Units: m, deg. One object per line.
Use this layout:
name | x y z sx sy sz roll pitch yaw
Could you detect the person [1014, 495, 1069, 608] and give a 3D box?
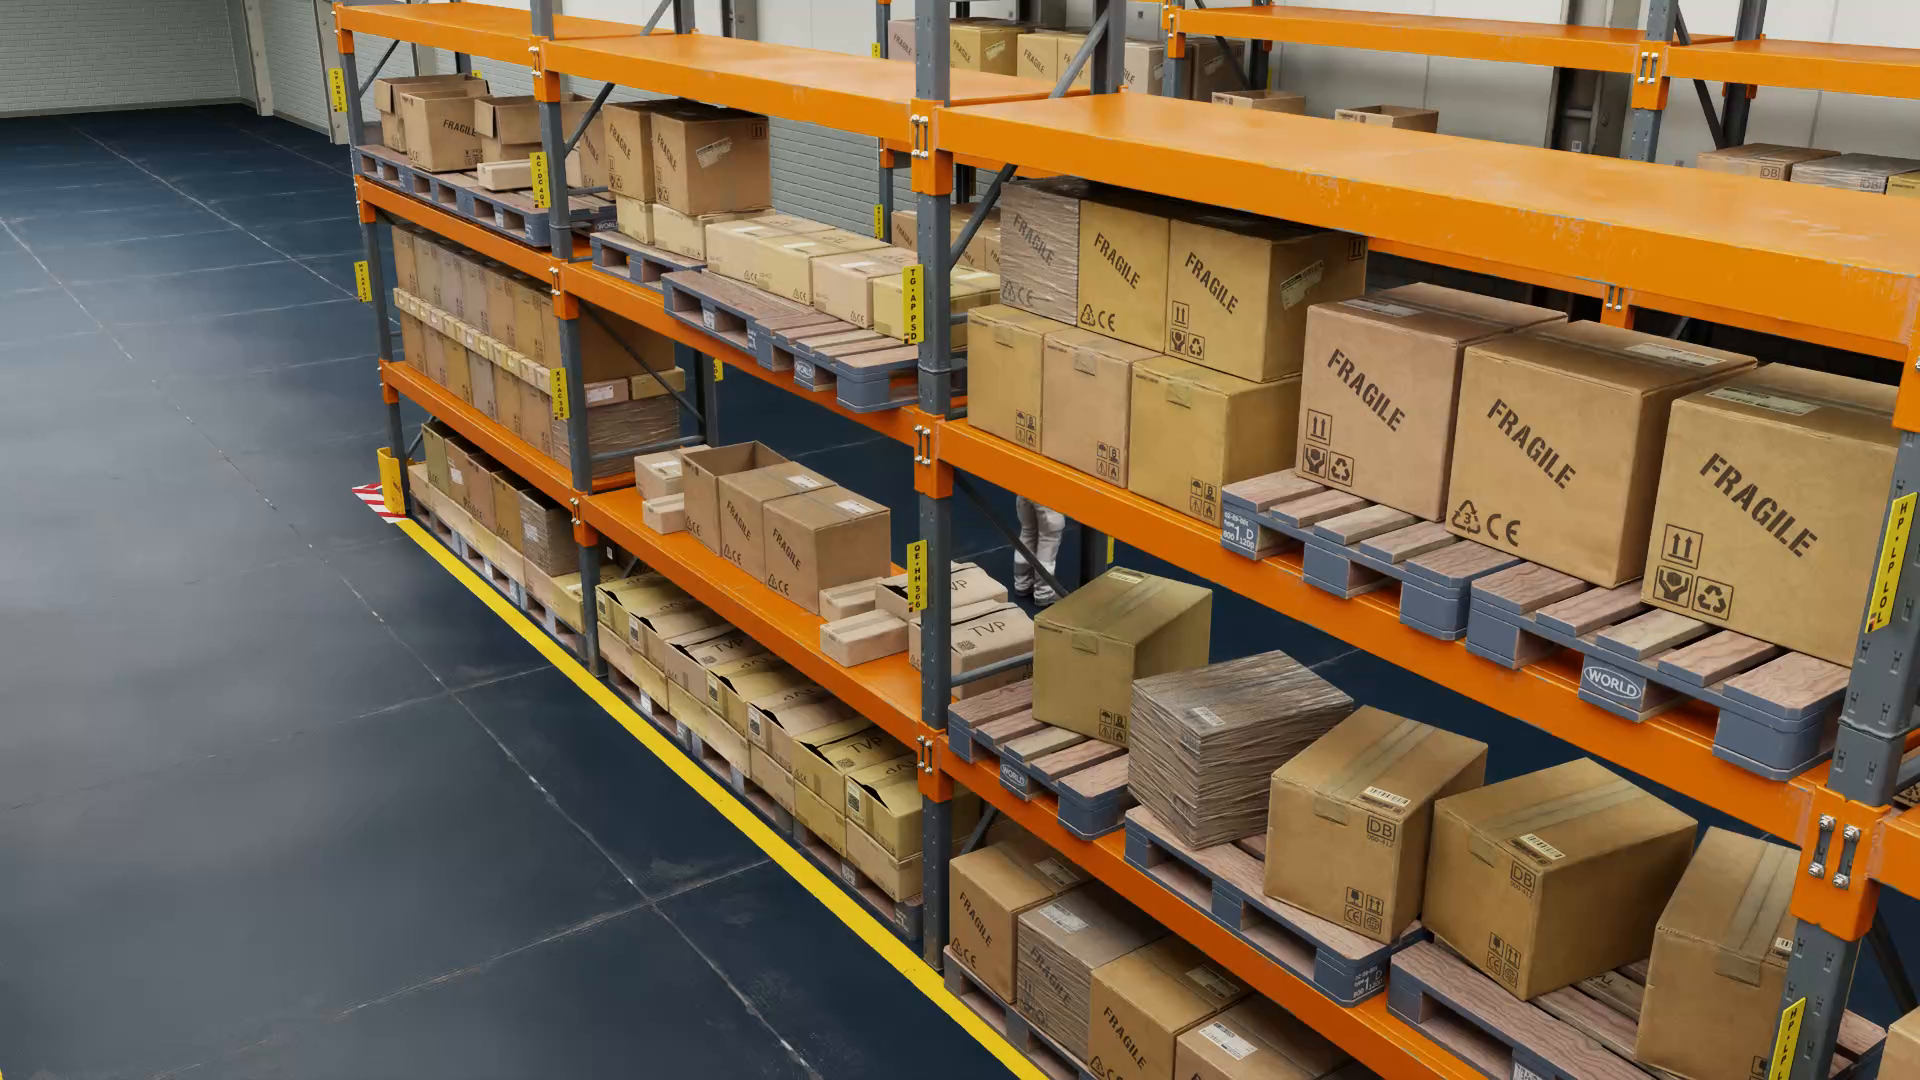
person | 0.644 -0.420 12.145 0.560 1.782 0.494 -14 25 -32
